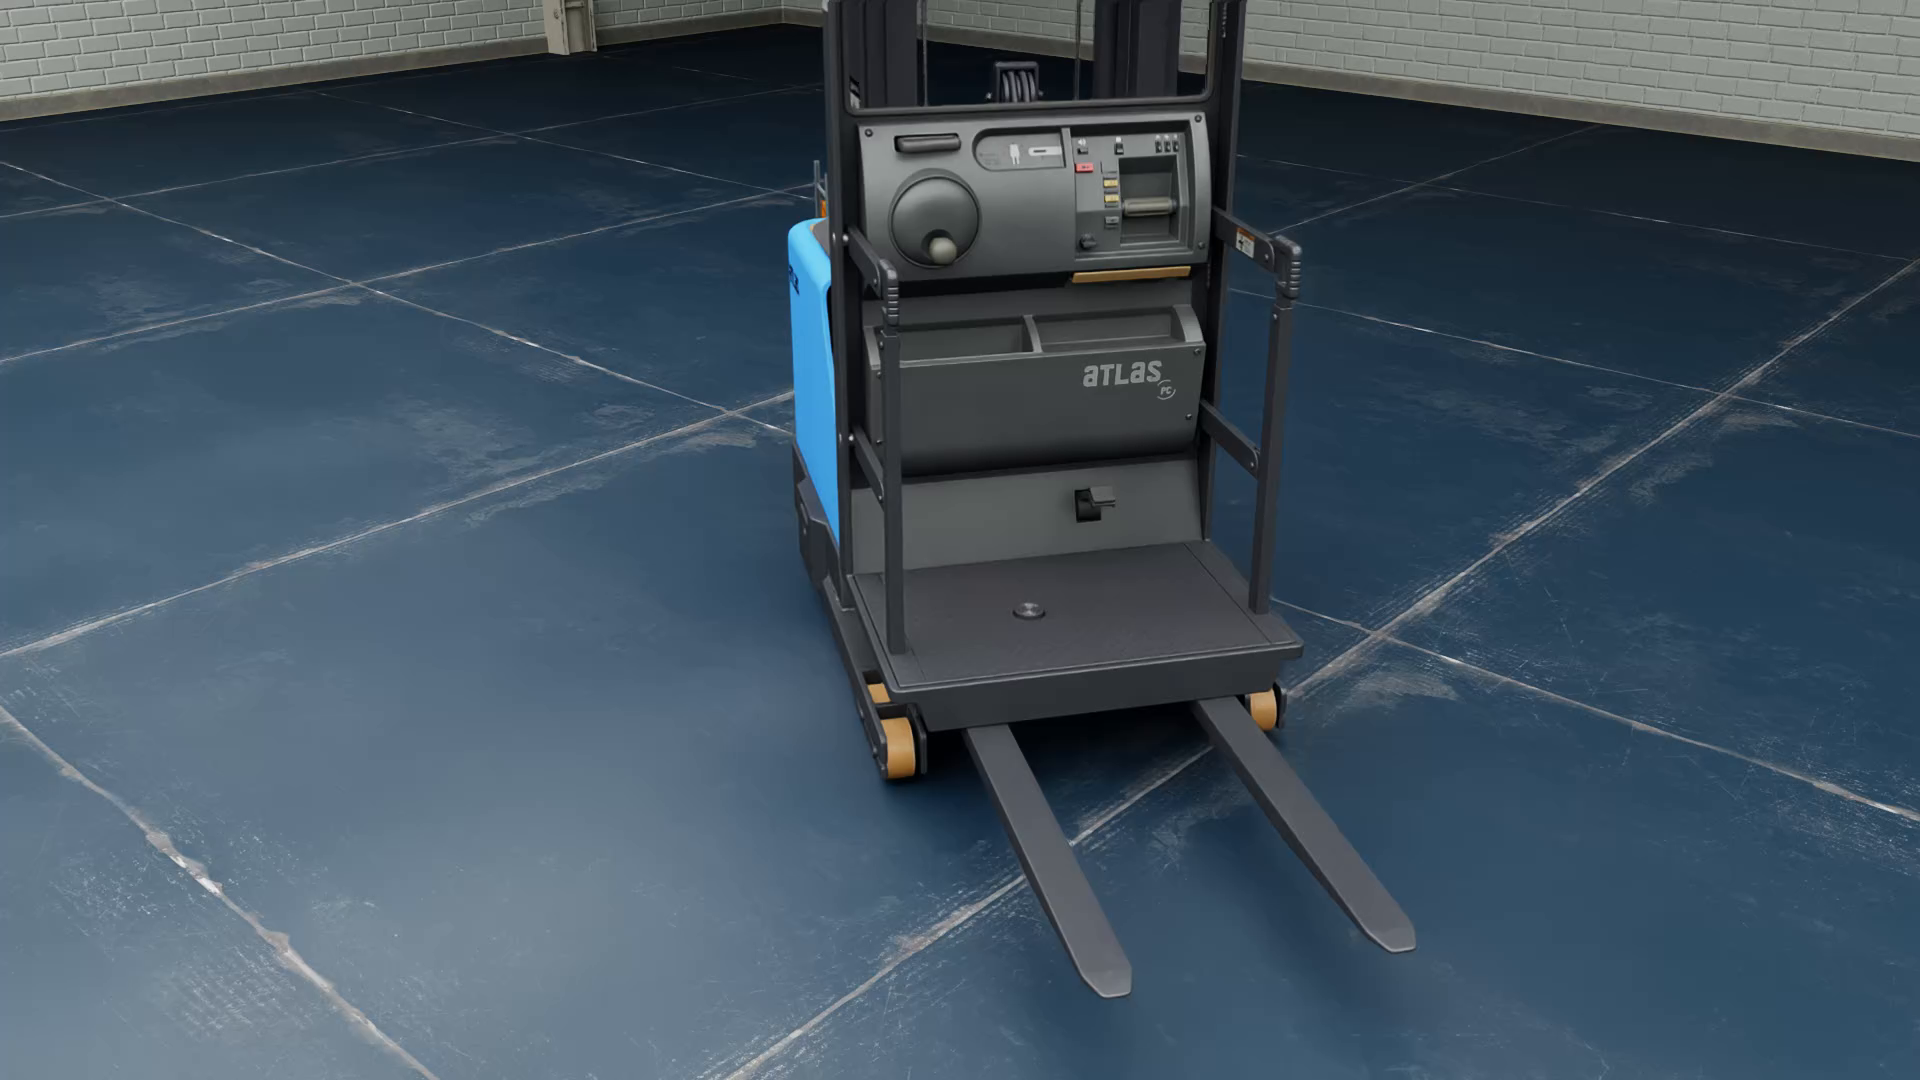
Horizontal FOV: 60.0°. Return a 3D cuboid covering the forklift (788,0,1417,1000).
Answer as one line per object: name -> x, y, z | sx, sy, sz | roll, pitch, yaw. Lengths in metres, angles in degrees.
forklift -> 0.255, -0.880, 4.130 | 1.130, 2.935, 3.031 | -6, 25, -12

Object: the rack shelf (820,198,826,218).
rack shelf -> -0.232, -1.099, 5.774 | 0.480, 0.148, 0.258 | -6, 25, -13

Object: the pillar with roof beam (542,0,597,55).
pillar with roof beam -> -0.684, -7.833, 12.221 | 9.100, 9.000, 0.400 | 20, 31, 38

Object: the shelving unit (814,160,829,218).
shelving unit -> -0.232, -0.740, 5.934 | 0.503, 1.200, 0.258 | -6, 25, -13

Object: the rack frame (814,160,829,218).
rack frame -> -0.469, -0.716, 5.881 | 0.015, 1.200, 0.240 | -6, 25, -13
